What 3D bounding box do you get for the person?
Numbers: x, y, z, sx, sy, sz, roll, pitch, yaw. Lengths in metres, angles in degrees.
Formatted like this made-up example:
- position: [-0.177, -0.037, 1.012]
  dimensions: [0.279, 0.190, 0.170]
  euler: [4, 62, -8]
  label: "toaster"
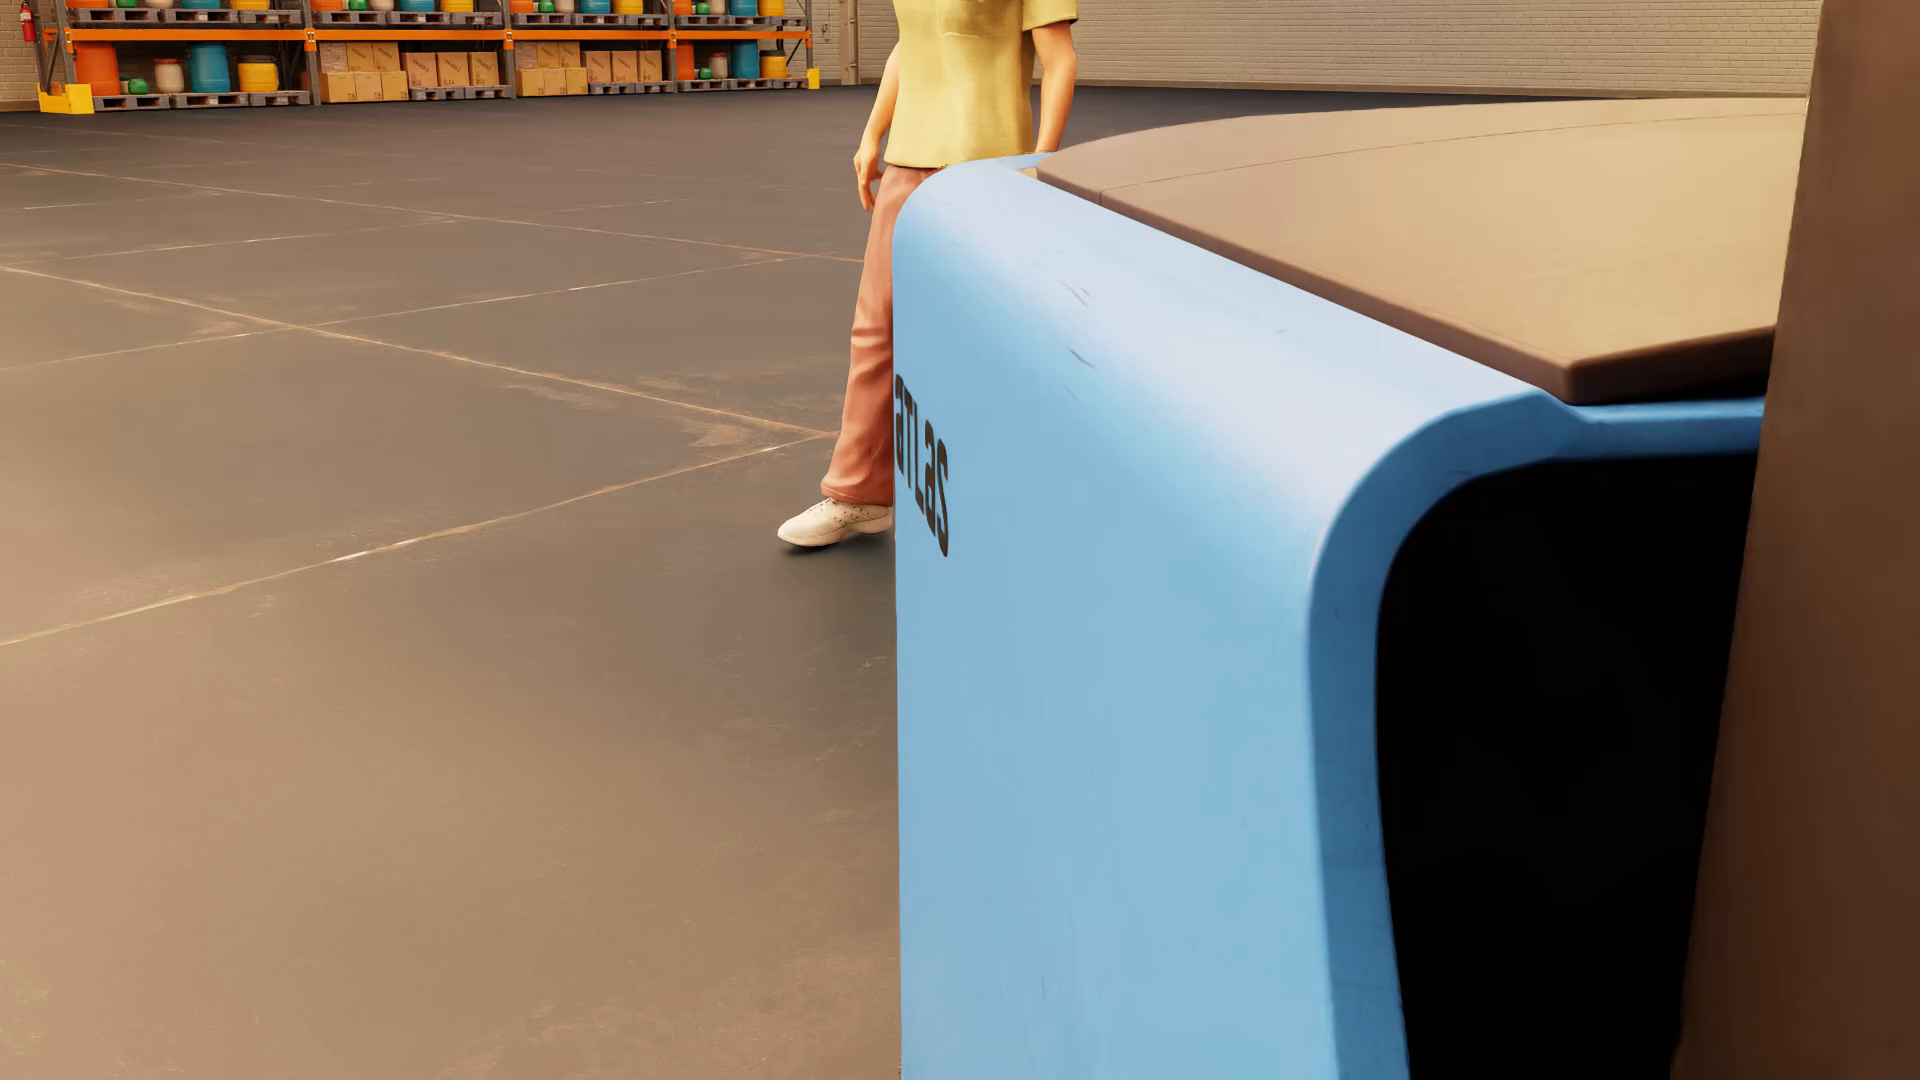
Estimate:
- position: [-0.054, -0.789, 3.647]
  dimensions: [0.539, 1.678, 0.478]
  euler: [13, 21, 37]
  label: "person"
